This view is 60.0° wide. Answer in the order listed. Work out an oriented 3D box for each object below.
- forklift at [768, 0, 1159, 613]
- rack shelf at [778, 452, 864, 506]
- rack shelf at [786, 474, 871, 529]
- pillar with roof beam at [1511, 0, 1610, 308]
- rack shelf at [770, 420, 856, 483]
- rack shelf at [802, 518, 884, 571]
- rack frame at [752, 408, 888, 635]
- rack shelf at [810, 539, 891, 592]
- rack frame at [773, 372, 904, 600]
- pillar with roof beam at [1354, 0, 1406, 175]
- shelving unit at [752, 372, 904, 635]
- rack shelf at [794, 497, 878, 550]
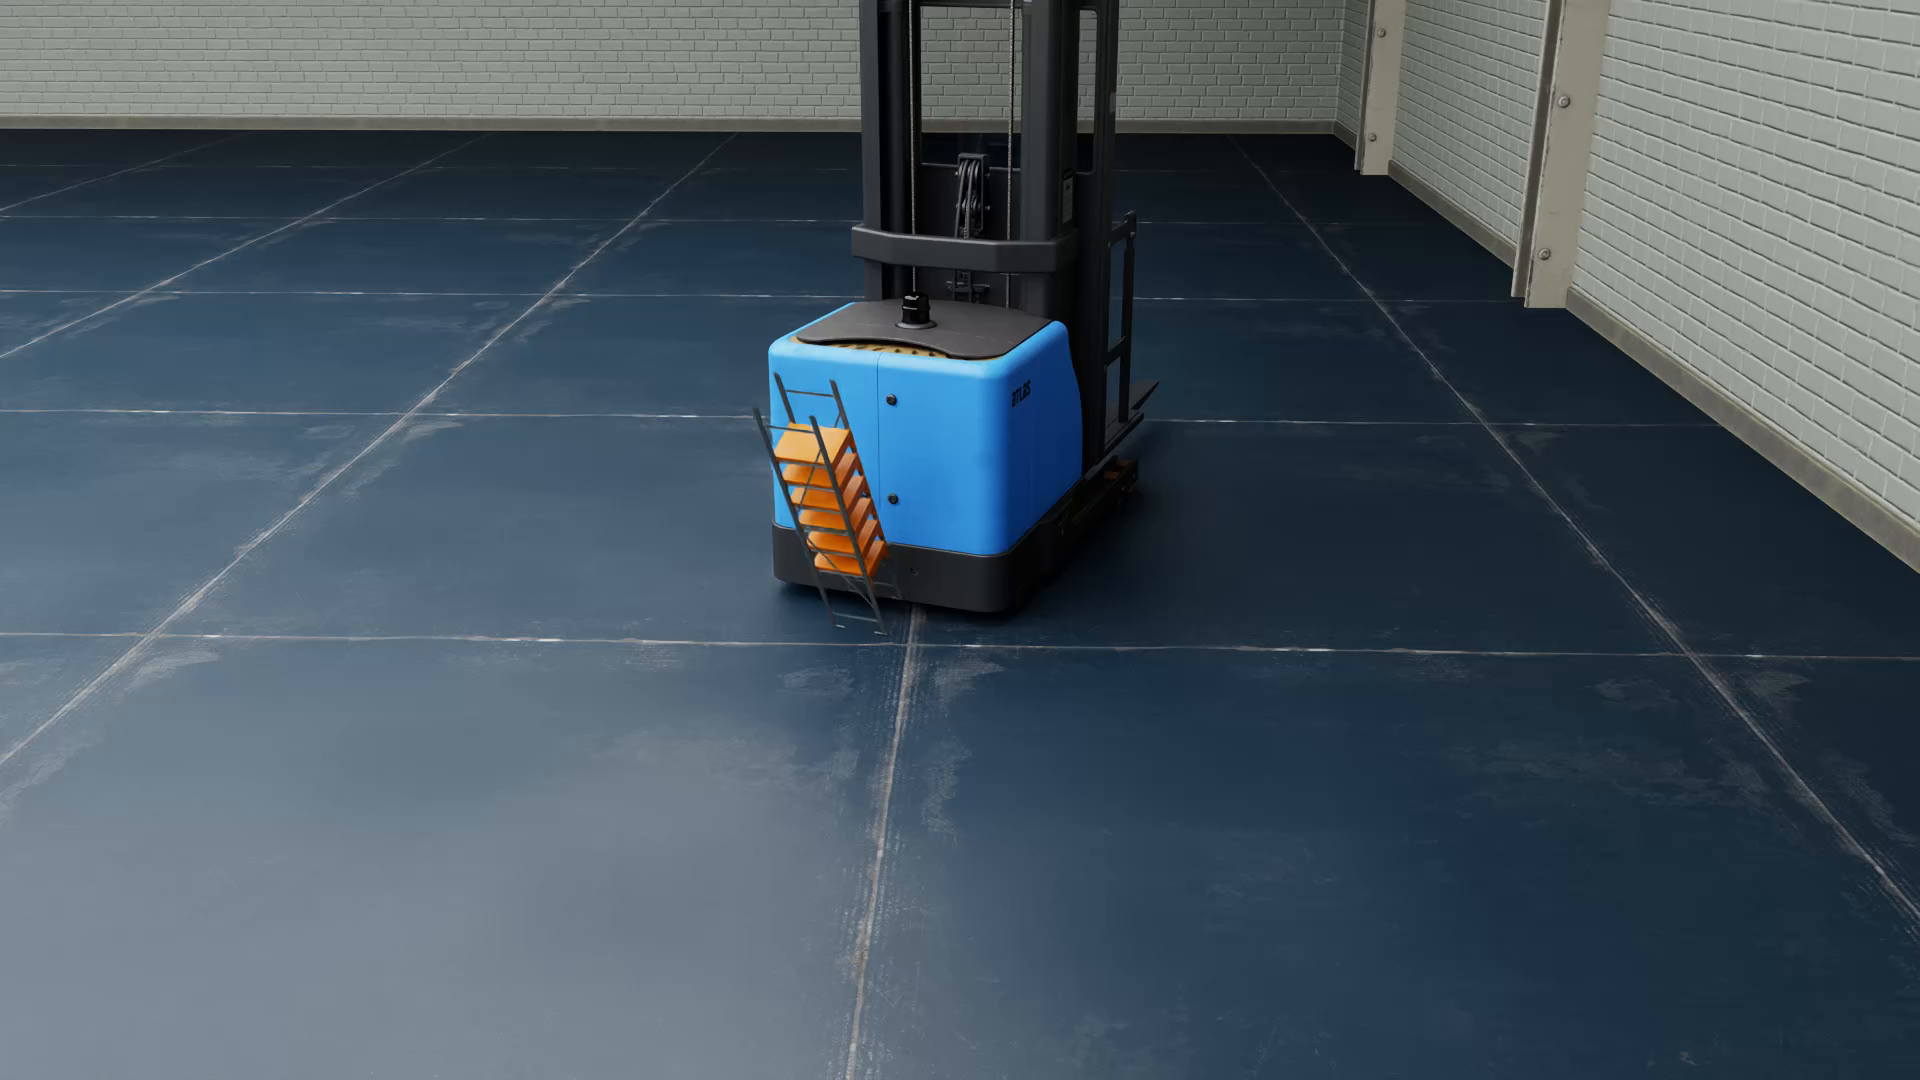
[{"bbox_3d":[0.230,-1.579,7.546,1.130,2.935,3.031,8,23,20],"label":"forklift"},{"bbox_3d":[-0.507,-0.238,6.073,0.258,0.103,0.180,8,51,20],"label":"rack shelf"},{"bbox_3d":[-0.486,-0.158,6.160,0.258,0.103,0.180,8,51,20],"label":"rack shelf"},{"bbox_3d":[-0.137,-5.957,10.442,9.100,9.000,0.400,1,21,2],"label":"pillar with roof beam"},{"bbox_3d":[-0.528,-0.318,5.986,0.258,0.103,0.180,8,51,20],"label":"rack shelf"},{"bbox_3d":[-0.444,0.001,6.334,0.258,0.103,0.180,8,51,20],"label":"rack shelf"},{"bbox_3d":[-0.503,-0.041,6.161,0.240,1.200,0.006,8,51,20],"label":"rack frame"},{"bbox_3d":[-0.422,0.081,6.421,0.258,0.103,0.180,8,51,20],"label":"rack shelf"},{"bbox_3d":[-0.442,-0.175,6.269,0.240,1.200,0.006,8,51,20],"label":"rack frame"},{"bbox_3d":[0.046,-8.126,16.033,9.100,9.000,0.400,1,21,2],"label":"pillar with roof beam"},{"bbox_3d":[-0.472,-0.108,6.215,0.258,1.200,0.189,8,51,20],"label":"shelving unit"},{"bbox_3d":[-0.465,-0.079,6.247,0.258,0.103,0.180,8,51,20],"label":"rack shelf"}]
